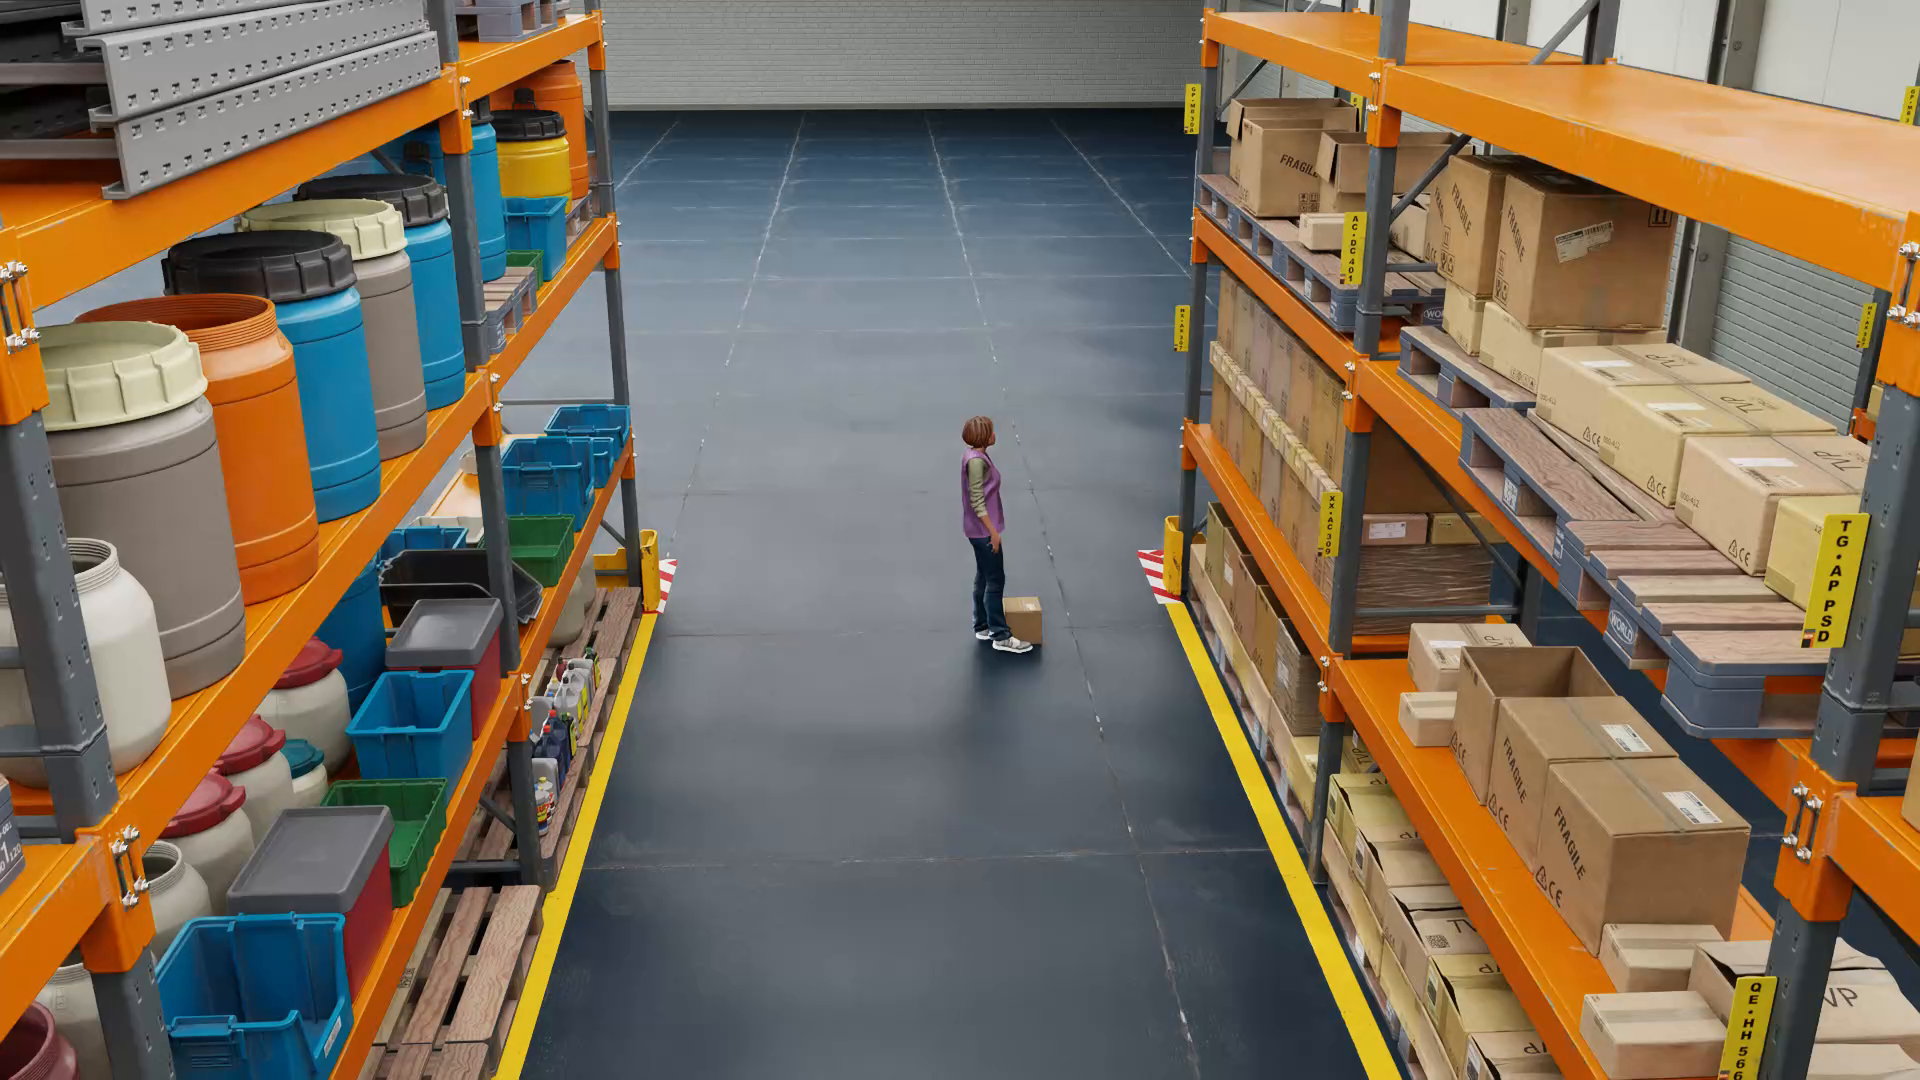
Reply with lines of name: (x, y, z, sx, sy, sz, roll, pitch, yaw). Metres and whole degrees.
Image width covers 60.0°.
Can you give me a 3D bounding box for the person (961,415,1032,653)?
person: (0.245, -0.061, 11.230, 0.472, 1.599, 0.521, -1, 21, -3)
